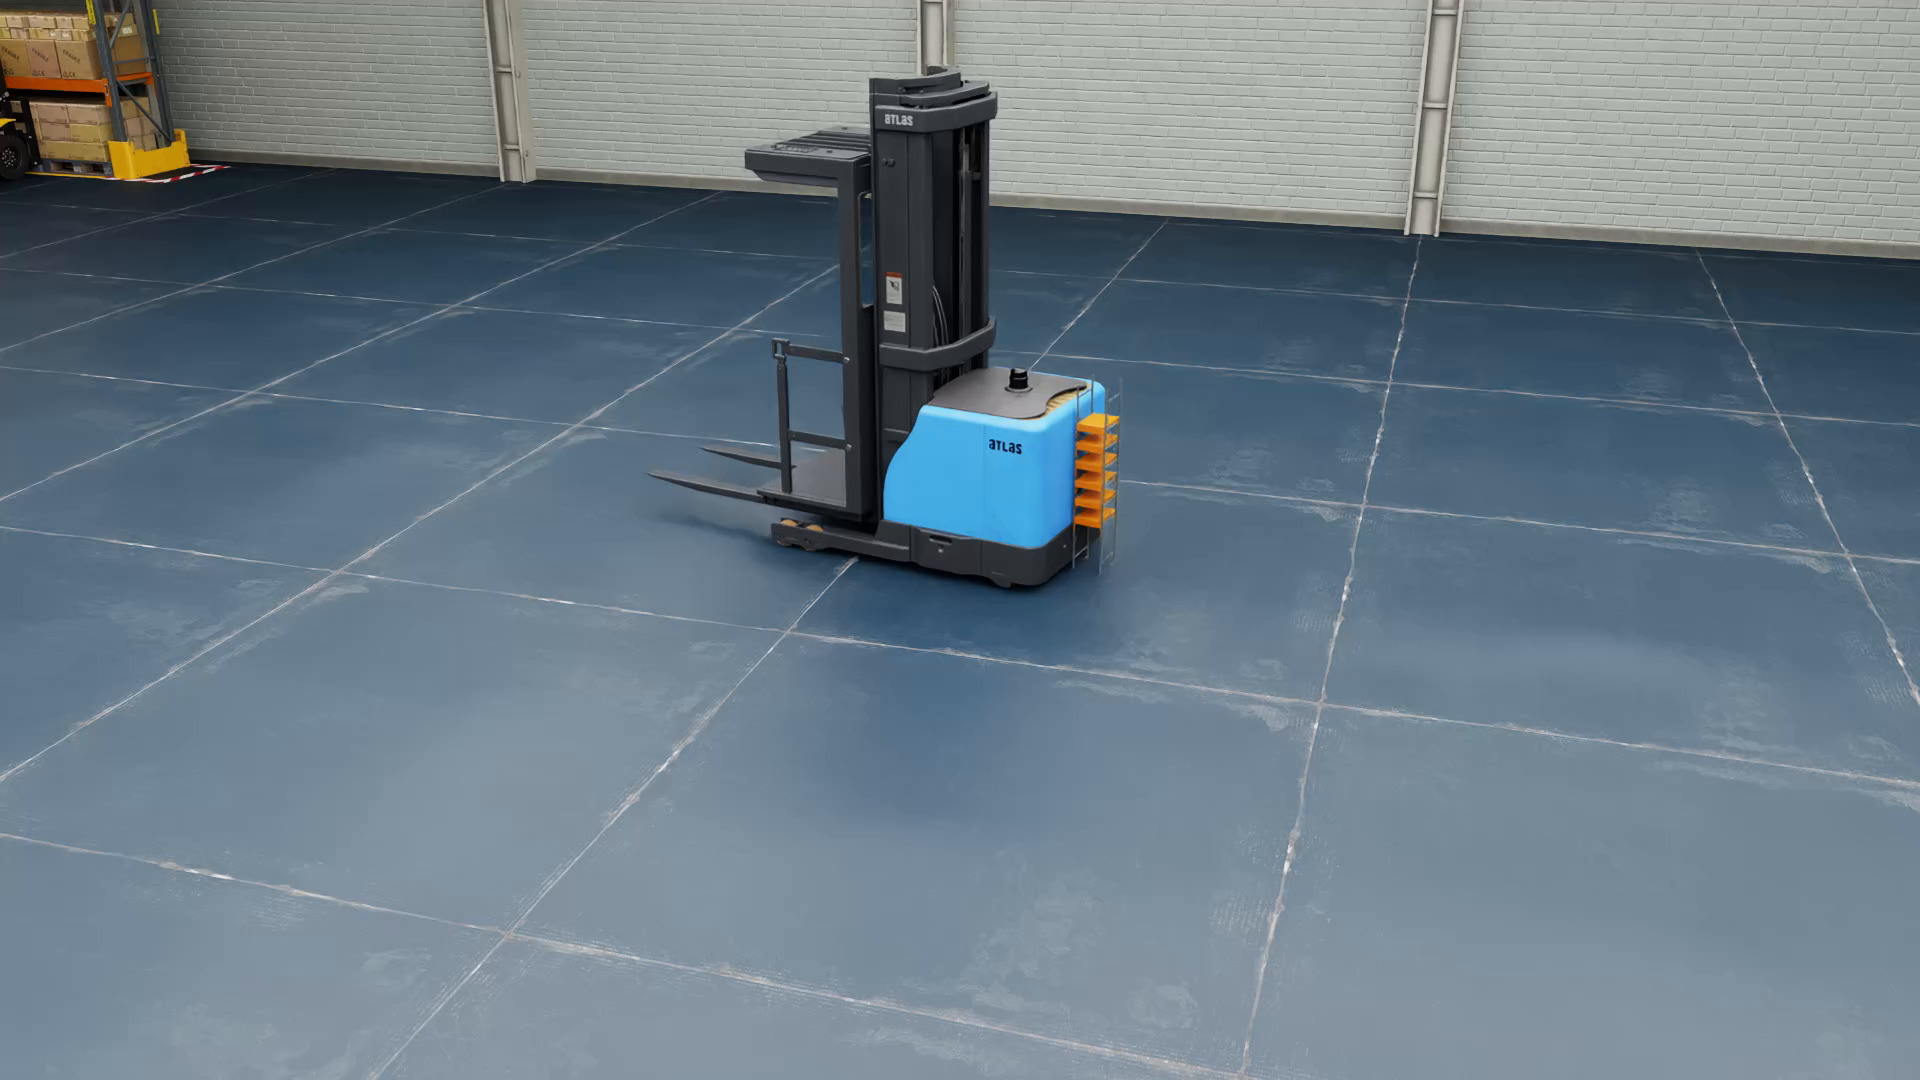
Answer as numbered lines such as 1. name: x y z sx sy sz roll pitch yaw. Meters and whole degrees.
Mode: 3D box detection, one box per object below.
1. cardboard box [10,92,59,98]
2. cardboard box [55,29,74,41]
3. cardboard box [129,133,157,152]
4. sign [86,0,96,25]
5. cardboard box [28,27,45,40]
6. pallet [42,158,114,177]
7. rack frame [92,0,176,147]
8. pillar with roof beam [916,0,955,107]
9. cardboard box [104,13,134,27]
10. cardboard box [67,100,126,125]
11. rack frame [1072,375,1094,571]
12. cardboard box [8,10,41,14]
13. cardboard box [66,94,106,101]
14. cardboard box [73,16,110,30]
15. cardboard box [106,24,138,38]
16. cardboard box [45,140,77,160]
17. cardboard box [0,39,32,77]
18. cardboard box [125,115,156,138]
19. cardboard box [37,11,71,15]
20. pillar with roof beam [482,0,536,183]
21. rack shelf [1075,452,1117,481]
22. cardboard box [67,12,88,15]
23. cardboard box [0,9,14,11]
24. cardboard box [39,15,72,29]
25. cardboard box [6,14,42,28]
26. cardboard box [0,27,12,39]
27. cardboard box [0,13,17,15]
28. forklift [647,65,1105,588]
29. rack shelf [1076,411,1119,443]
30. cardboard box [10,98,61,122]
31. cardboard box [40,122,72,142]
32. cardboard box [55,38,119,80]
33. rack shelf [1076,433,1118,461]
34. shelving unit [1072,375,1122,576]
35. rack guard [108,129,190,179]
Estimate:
1. cardboard box: -13.233 -6.254 23.817 0.500 0.250 0.500 6 23 14
2. cardboard box: -12.050 -6.877 22.597 0.250 0.149 0.380 7 23 16
3. cardboard box: -11.797 -5.624 23.599 0.500 0.250 0.500 7 23 16
4. sign: -11.554 -7.027 22.111 0.005 0.325 0.100 7 23 16
5. cardboard box: -12.514 -6.959 22.797 0.250 0.149 0.380 6 23 15
6. pallet: -12.128 -5.356 23.549 1.213 0.211 1.003 7 23 16
7. rack frame: -11.384 -6.577 22.852 0.127 3.000 1.000 7 23 16
8. pillar with roof beam: -1.545 -6.877 15.678 0.400 9.000 9.100 7 23 16
9. cardboard box: -11.643 -7.176 22.933 0.250 0.149 0.380 6 23 14
10. cardboard box: -11.915 -5.899 22.952 0.500 0.250 0.500 7 23 17
11. rack frame: 0.753 -0.404 10.173 0.006 1.200 0.240 11 25 25
12. cardboard box: -13.116 -7.356 23.371 0.250 0.149 0.380 7 23 16
13. cardboard box: -12.268 -6.137 23.531 0.500 0.250 0.500 7 23 16
14. cardboard box: -11.787 -7.024 22.563 0.250 0.149 0.380 7 23 16
15. cardboard box: -11.633 -7.055 23.031 0.250 0.149 0.380 6 23 14
16. cardboard box: -12.398 -5.494 23.282 0.500 0.250 0.500 7 23 15
17. cardboard box: -12.915 -6.698 23.016 0.500 0.500 0.500 6 23 14
18. cardboard box: -11.774 -5.858 23.509 0.500 0.250 0.500 7 23 16
19. cardboard box: -12.633 -7.293 23.218 0.250 0.149 0.380 7 23 17
20. pillar with roof beam: -7.289 -7.535 17.282 0.400 9.000 9.100 7 23 16
21. rack shelf: 0.834 -0.457 10.105 0.180 0.103 0.258 11 25 25
22. cardboard box: -12.141 -7.241 23.091 0.250 0.149 0.380 7 23 17
23. cardboard box: -13.603 -7.423 23.534 0.250 0.149 0.380 6 23 15
24. cardboard box: -12.291 -7.059 22.647 0.250 0.149 0.380 7 23 17
25. cardboard box: -12.789 -7.101 22.751 0.250 0.149 0.380 7 23 17
26. cardboard box: -13.032 -6.992 22.876 0.250 0.149 0.380 7 23 16
27. cardboard box: -13.258 -7.190 22.968 0.250 0.149 0.380 7 23 16
28. forklift: -0.632 -1.447 10.435 3.031 2.935 1.130 11 25 25
29. rack shelf: 0.834 -0.679 10.014 0.180 0.103 0.258 11 25 25
30. cardboard box: -12.891 -6.005 23.209 0.500 0.250 0.500 7 23 16
31. cardboard box: -12.417 -5.730 23.196 0.500 0.250 0.500 6 23 15
32. cardboard box: -11.931 -6.582 22.732 0.500 0.500 0.500 6 23 14
33. rack shelf: 0.834 -0.568 10.059 0.180 0.103 0.258 11 25 25
34. shelving unit: 0.834 -0.387 10.133 0.189 1.200 0.258 11 25 25
35. rack guard: -11.361 -5.418 23.320 0.348 0.500 1.175 7 23 16
